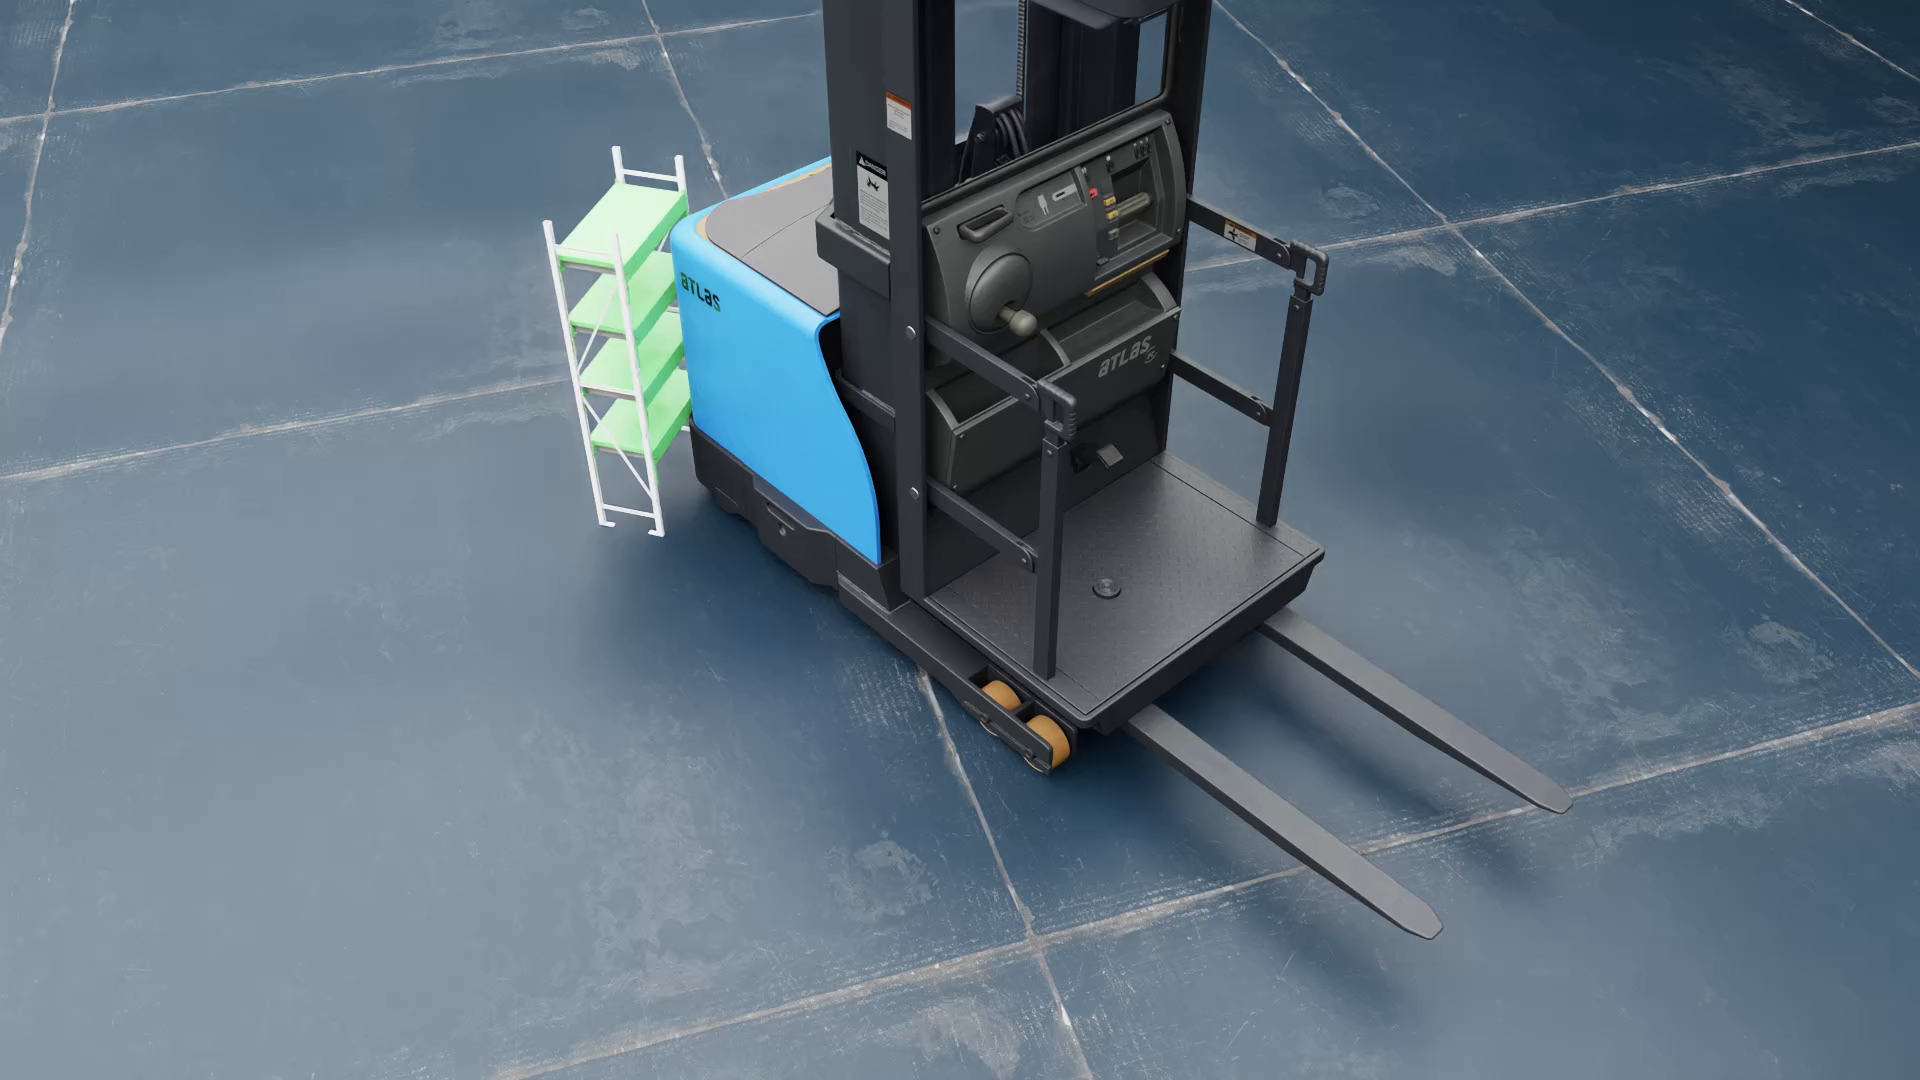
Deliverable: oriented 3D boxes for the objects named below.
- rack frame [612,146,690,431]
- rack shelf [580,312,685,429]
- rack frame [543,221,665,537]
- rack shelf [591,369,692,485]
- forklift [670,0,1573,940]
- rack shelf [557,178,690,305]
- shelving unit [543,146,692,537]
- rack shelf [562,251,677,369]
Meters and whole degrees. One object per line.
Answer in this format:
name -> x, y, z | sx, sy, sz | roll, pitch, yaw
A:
rack frame -> -1.008, -0.797, 5.751 | 0.240, 1.200, 0.015 | 11, 42, 12
rack shelf -> -1.075, -0.595, 5.616 | 0.258, 0.148, 0.480 | 11, 42, 12
rack frame -> -1.142, -0.489, 5.397 | 0.240, 1.200, 0.015 | 11, 42, 12
rack shelf -> -1.075, -0.414, 5.774 | 0.258, 0.148, 0.480 | 11, 42, 12
forklift -> 0.425, -0.798, 4.436 | 1.130, 2.935, 3.031 | -31, 50, -31
rack shelf -> -1.075, -0.956, 5.300 | 0.258, 0.148, 0.480 | 11, 42, 12
shelving unit -> -1.075, -0.643, 5.574 | 0.258, 1.200, 0.503 | 11, 42, 12
rack shelf -> -1.075, -0.776, 5.458 | 0.258, 0.148, 0.480 | 11, 42, 12
